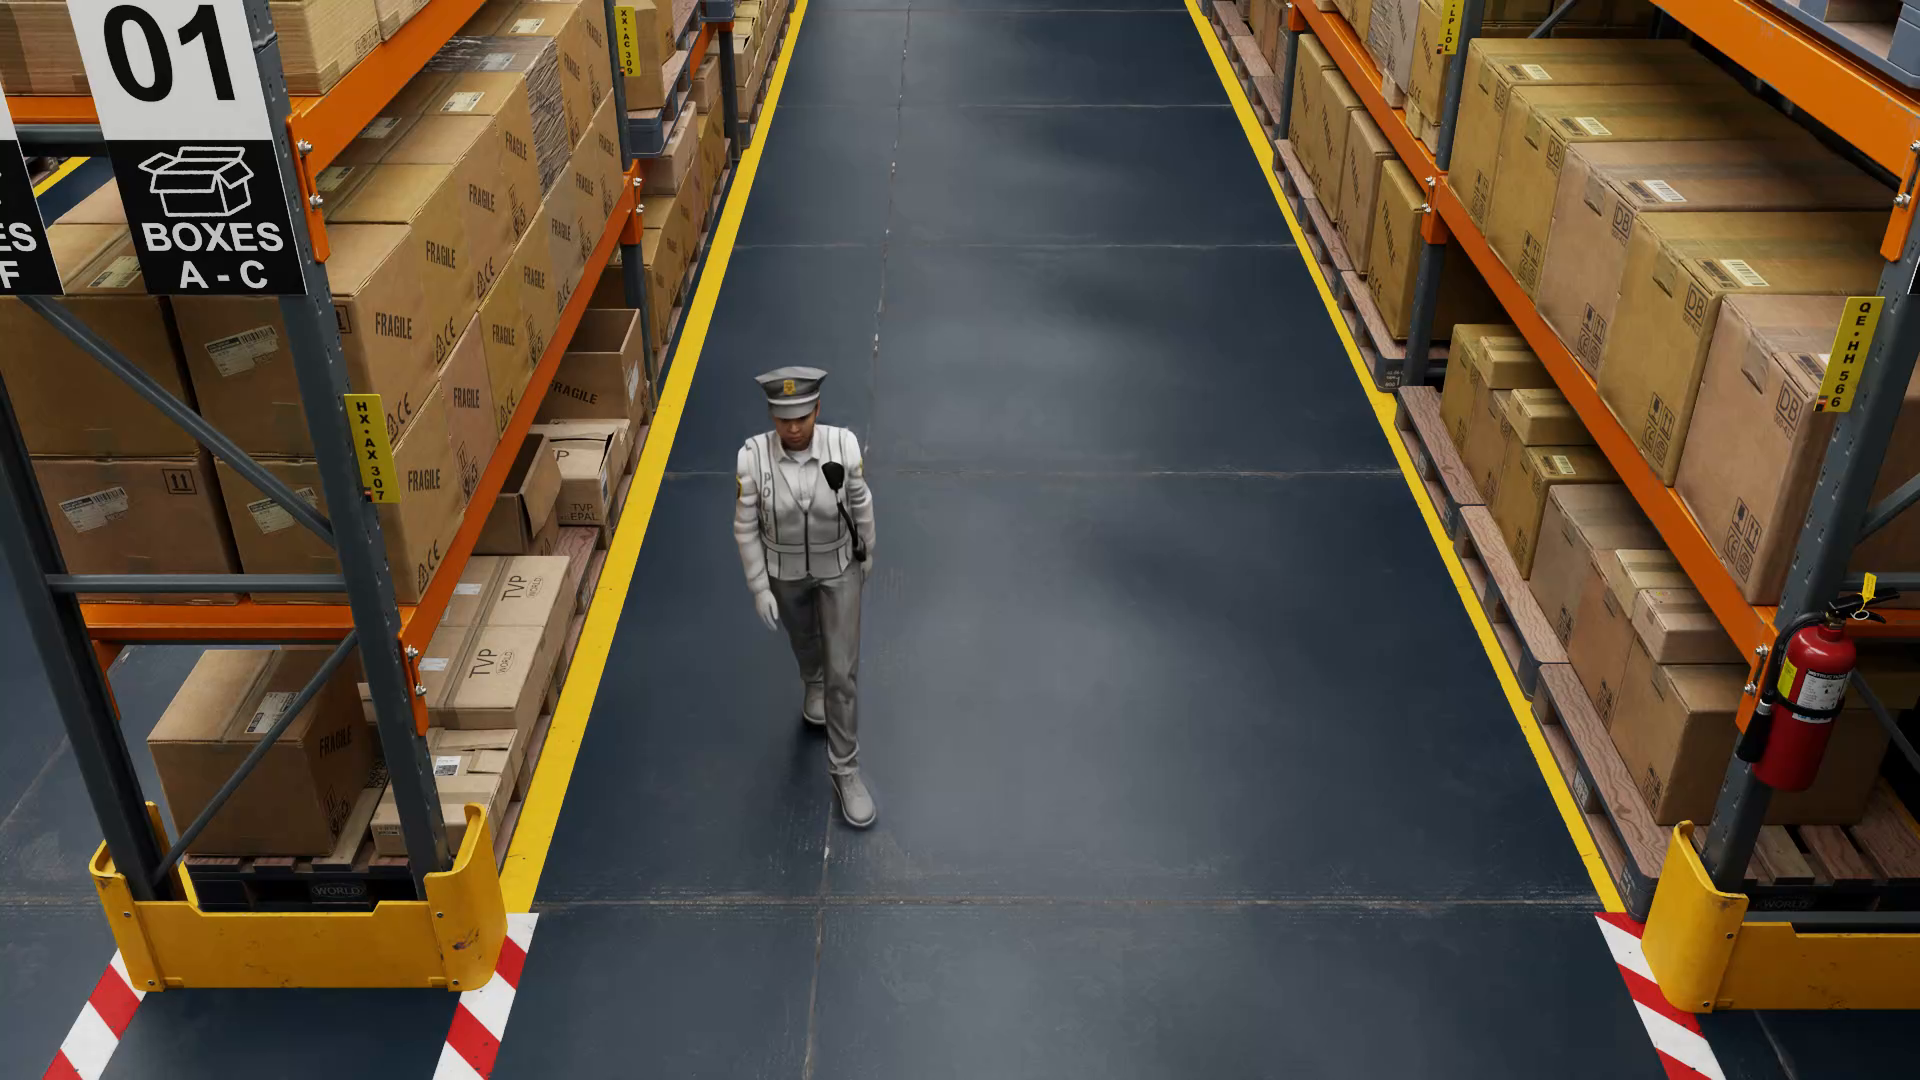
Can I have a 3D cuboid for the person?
[{"bbox_3d":[-0.546,0.119,5.922,0.490,1.656,0.846,-1,32,-1],"label":"person"}]
